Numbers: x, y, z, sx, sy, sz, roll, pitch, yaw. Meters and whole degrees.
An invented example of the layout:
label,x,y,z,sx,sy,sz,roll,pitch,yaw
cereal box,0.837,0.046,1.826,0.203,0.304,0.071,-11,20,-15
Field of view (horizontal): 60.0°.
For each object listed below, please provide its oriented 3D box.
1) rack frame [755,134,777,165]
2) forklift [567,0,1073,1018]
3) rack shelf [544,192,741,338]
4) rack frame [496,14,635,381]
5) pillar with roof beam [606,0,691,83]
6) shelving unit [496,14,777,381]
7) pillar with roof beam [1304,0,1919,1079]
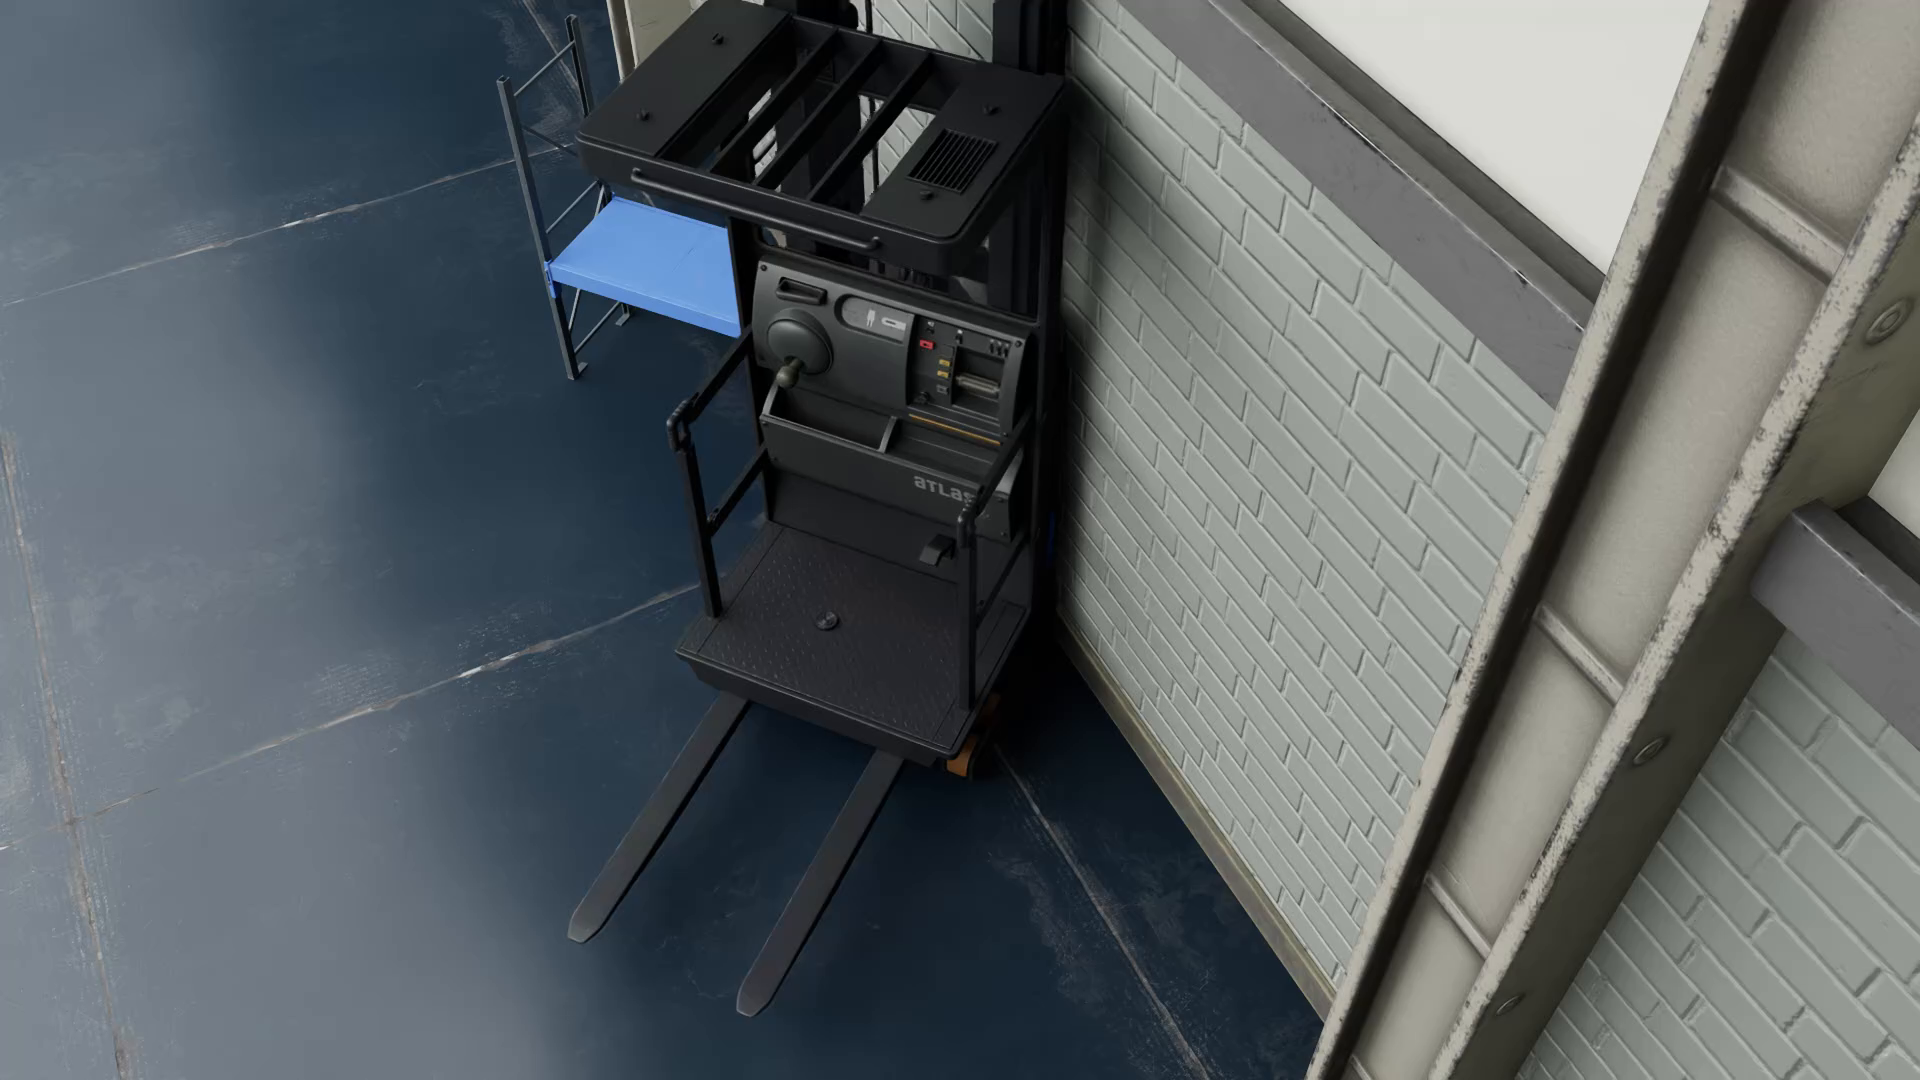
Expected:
label,x,y,z,sx,sy,sz,roll,pitch,yaw
rack frame,-0.666,-1.050,6.564,0.032,1.500,0.500,19,51,16
forklift,-0.319,-0.502,5.135,1.130,2.935,3.031,19,51,16
rack shelf,-1.130,-1.088,6.837,1.000,0.185,0.538,19,51,16
rack frame,-1.593,-1.364,6.839,0.032,1.500,0.500,19,51,16
pillar with roof beam,-5.337,-3.652,3.858,9.100,9.000,0.400,-21,52,-18
shelving unit,-1.130,-1.207,6.702,1.048,1.500,0.538,19,51,16
pillar with roof beam,-2.591,0.364,0.346,9.100,9.000,0.400,-21,52,-18
